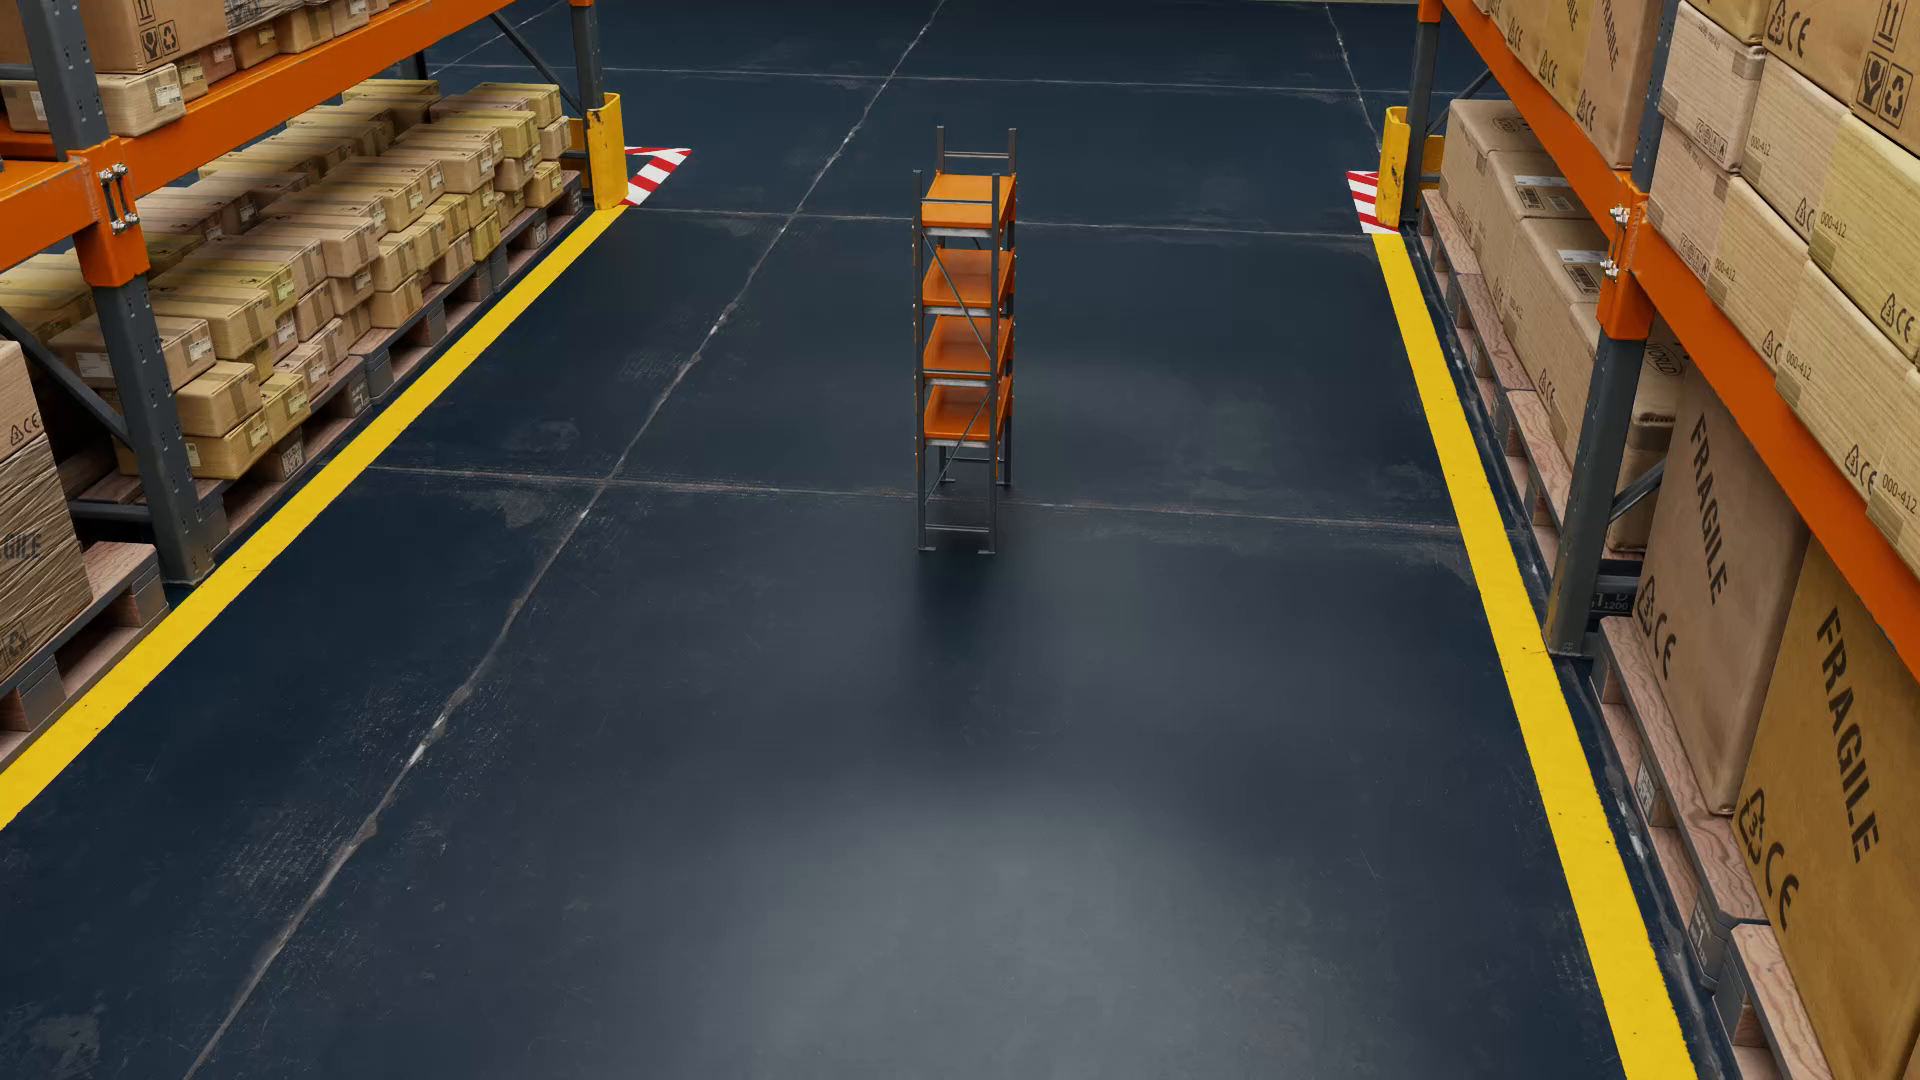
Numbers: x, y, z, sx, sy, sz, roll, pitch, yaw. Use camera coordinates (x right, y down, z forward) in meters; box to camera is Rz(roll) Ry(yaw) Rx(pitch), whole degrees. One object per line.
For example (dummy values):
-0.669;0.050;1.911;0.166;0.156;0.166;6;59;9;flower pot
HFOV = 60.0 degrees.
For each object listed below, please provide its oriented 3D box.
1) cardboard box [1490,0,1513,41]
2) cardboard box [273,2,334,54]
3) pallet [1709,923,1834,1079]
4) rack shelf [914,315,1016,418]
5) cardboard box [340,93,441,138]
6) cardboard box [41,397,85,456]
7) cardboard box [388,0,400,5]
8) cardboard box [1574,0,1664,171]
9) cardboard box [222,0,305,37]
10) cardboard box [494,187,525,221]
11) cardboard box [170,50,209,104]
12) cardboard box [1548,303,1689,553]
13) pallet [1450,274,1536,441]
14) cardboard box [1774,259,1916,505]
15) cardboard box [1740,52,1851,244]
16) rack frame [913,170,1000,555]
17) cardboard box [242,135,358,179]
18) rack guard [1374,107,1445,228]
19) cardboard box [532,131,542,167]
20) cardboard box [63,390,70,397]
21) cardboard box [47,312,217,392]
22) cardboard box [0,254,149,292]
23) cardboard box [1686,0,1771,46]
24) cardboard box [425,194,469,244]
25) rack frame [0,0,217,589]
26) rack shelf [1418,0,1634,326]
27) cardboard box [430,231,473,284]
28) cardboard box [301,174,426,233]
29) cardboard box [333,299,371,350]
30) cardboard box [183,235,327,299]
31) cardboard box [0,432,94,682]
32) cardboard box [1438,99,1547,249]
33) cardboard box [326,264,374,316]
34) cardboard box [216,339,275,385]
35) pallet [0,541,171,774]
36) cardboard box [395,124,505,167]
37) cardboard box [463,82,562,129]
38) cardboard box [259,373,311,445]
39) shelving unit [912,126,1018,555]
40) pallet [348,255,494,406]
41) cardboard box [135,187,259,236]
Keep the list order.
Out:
2.134;-1.996;5.686;0.500;0.500;0.500;4;29;8;cardboard box
-2.345;-1.734;5.570;0.380;0.149;0.250;4;29;7;cardboard box
1.981;1.178;2.840;1.003;0.211;1.213;3;28;6;pallet
0.020;-0.547;5.142;0.258;0.148;0.480;3;28;6;rack shelf
-2.604;-1.944;7.631;0.380;0.149;0.250;4;29;7;cardboard box
-3.068;-0.367;5.332;0.380;0.149;0.250;4;29;7;cardboard box
-2.309;-2.108;6.266;0.380;0.149;0.250;4;29;7;cardboard box
1.950;-1.270;4.339;0.500;0.500;0.500;4;29;7;cardboard box
-2.414;-1.860;5.120;0.500;0.500;0.500;3;28;6;cardboard box
-2.194;-1.539;7.508;0.380;0.149;0.250;3;28;6;cardboard box
-2.460;-1.363;4.881;0.380;0.149;0.250;4;29;8;cardboard box
2.331;-0.339;4.975;0.875;0.438;0.875;3;28;5;cardboard box
2.465;-0.694;6.317;1.003;0.211;1.213;3;28;6;pallet
1.691;-0.251;2.711;0.500;0.250;0.500;3;28;6;cardboard box
1.777;-0.709;3.035;0.500;0.250;0.500;4;29;7;cardboard box
-0.010;-0.491;4.897;0.240;1.200;0.015;3;28;6;rack frame
-2.753;-1.581;6.958;0.380;0.149;0.250;4;29;8;cardboard box
2.640;-1.787;8.039;1.175;0.500;0.348;3;28;6;rack guard
-2.155;-1.792;7.662;0.380;0.149;0.250;3;28;5;cardboard box
-3.034;-0.589;5.429;0.380;0.149;0.250;2;28;4;cardboard box
-2.530;-0.575;5.090;0.380;0.149;0.250;4;29;8;cardboard box
-2.977;-0.847;5.596;0.380;0.149;0.250;3;28;6;cardboard box
1.808;-1.287;3.316;0.500;0.500;0.500;4;29;7;cardboard box
-2.232;-1.303;6.755;0.380;0.149;0.250;5;29;9;cardboard box
-2.778;-1.233;4.376;1.000;3.000;0.127;3;28;6;rack frame
2.392;-1.618;5.848;1.077;0.370;4.000;3;28;6;rack shelf
-2.234;-1.171;6.824;0.380;0.149;0.250;4;29;7;cardboard box
-2.313;-1.309;6.453;0.380;0.149;0.250;3;29;6;cardboard box
-2.423;-0.812;6.157;0.380;0.149;0.250;2;28;4;cardboard box
-2.446;-0.947;5.781;0.380;0.149;0.250;3;28;5;cardboard box
-2.619;0.046;4.195;0.500;0.500;0.500;3;28;5;cardboard box
2.656;-1.616;7.346;0.875;0.438;0.875;2;28;4;cardboard box
-2.387;-0.942;6.085;0.380;0.149;0.250;5;29;9;cardboard box
-2.474;-0.570;5.395;0.380;0.149;0.250;4;29;7;cardboard box
-2.872;0.361;4.357;1.003;0.211;1.213;3;28;6;pallet
-2.189;-1.681;7.144;0.380;0.149;0.250;2;28;4;cardboard box
-2.101;-2.044;7.816;0.380;0.149;0.250;4;29;7;cardboard box
-2.382;-0.441;5.468;0.380;0.149;0.250;4;29;8;cardboard box
0.020;-0.606;5.110;0.258;1.200;0.503;3;28;6;shelving unit
-2.584;-0.899;6.697;1.003;0.211;1.213;3;28;6;pallet
-2.906;-1.225;6.298;0.380;0.149;0.250;2;28;4;cardboard box
